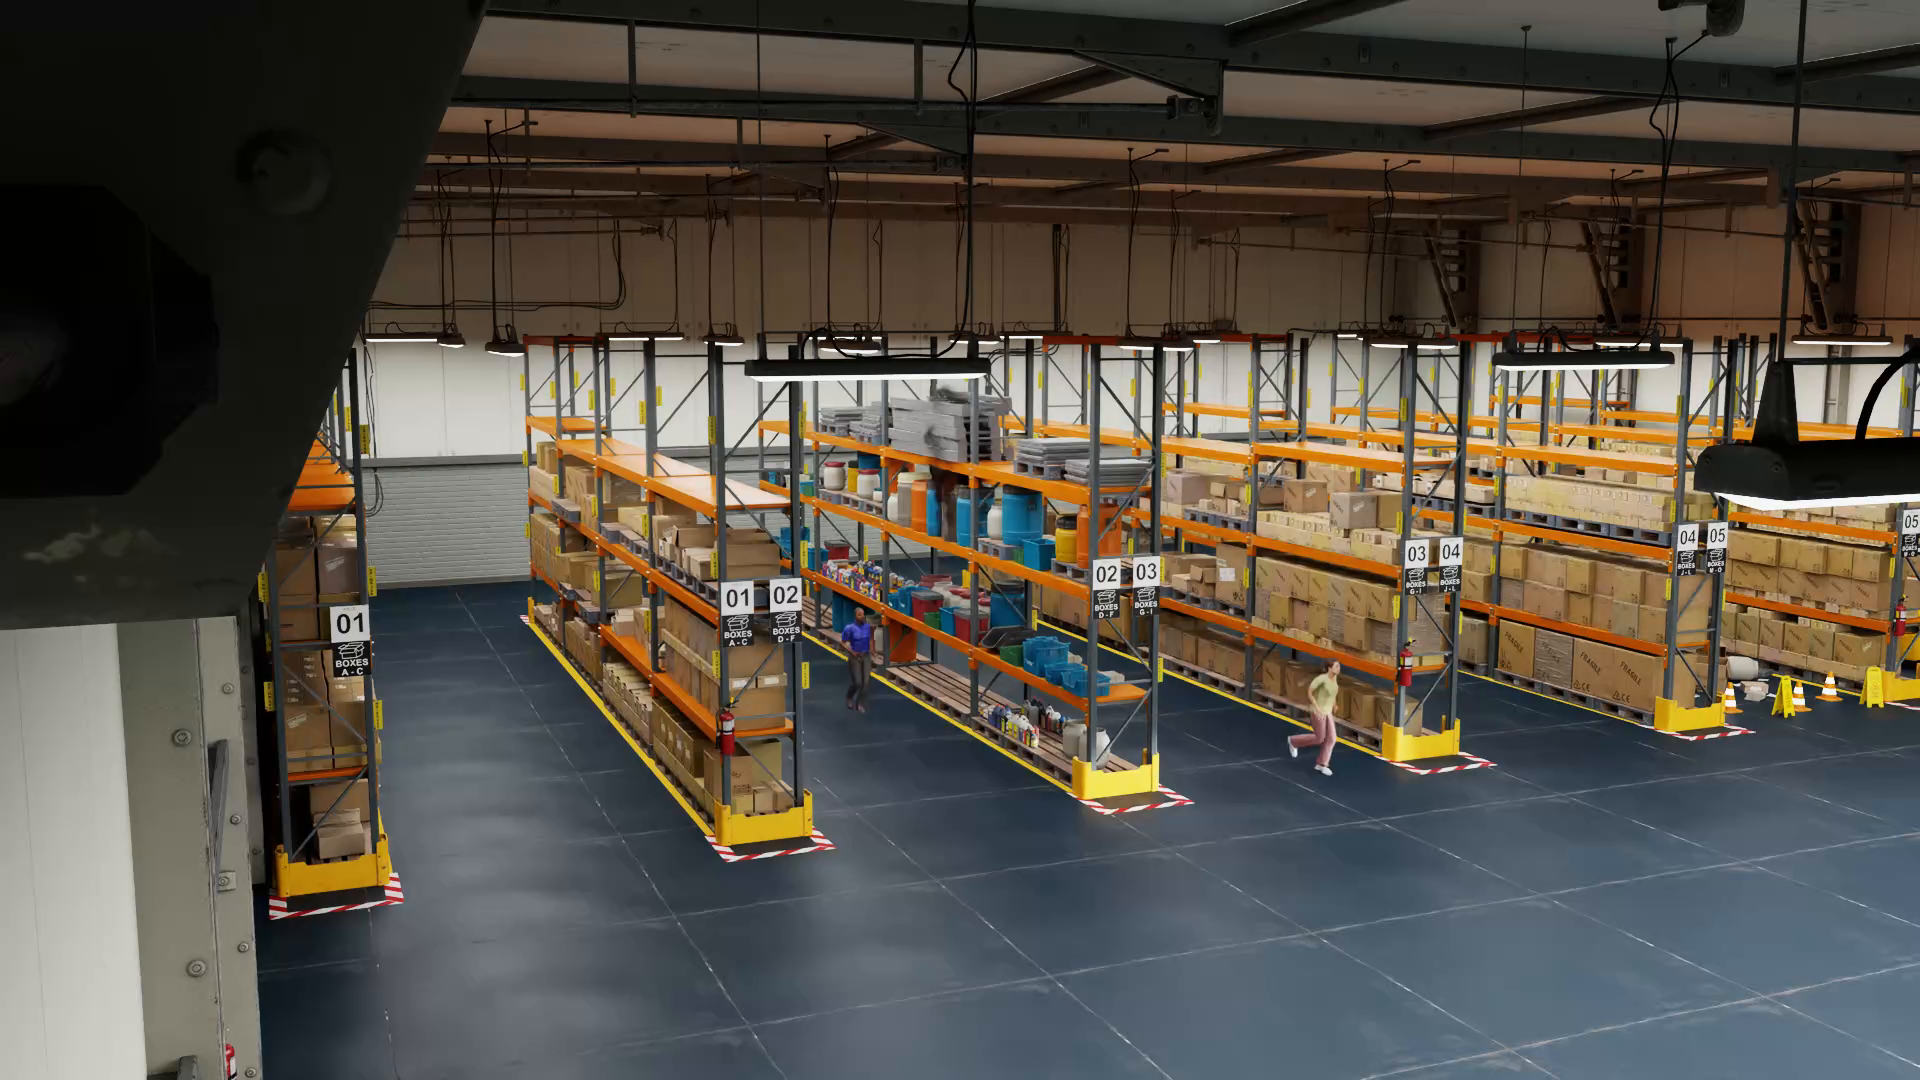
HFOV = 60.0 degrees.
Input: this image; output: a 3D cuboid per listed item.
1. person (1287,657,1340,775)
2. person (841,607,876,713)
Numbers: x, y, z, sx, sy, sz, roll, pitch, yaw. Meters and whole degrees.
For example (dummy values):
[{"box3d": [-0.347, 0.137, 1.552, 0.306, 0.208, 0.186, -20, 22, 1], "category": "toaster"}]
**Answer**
[{"box3d": [5.057, 2.442, 23.518, 0.763, 1.604, 0.591, 6, 10, 39], "category": "person"}, {"box3d": [-1.541, 1.842, 25.602, 0.562, 1.621, 0.487, -5, 9, -31], "category": "person"}]
